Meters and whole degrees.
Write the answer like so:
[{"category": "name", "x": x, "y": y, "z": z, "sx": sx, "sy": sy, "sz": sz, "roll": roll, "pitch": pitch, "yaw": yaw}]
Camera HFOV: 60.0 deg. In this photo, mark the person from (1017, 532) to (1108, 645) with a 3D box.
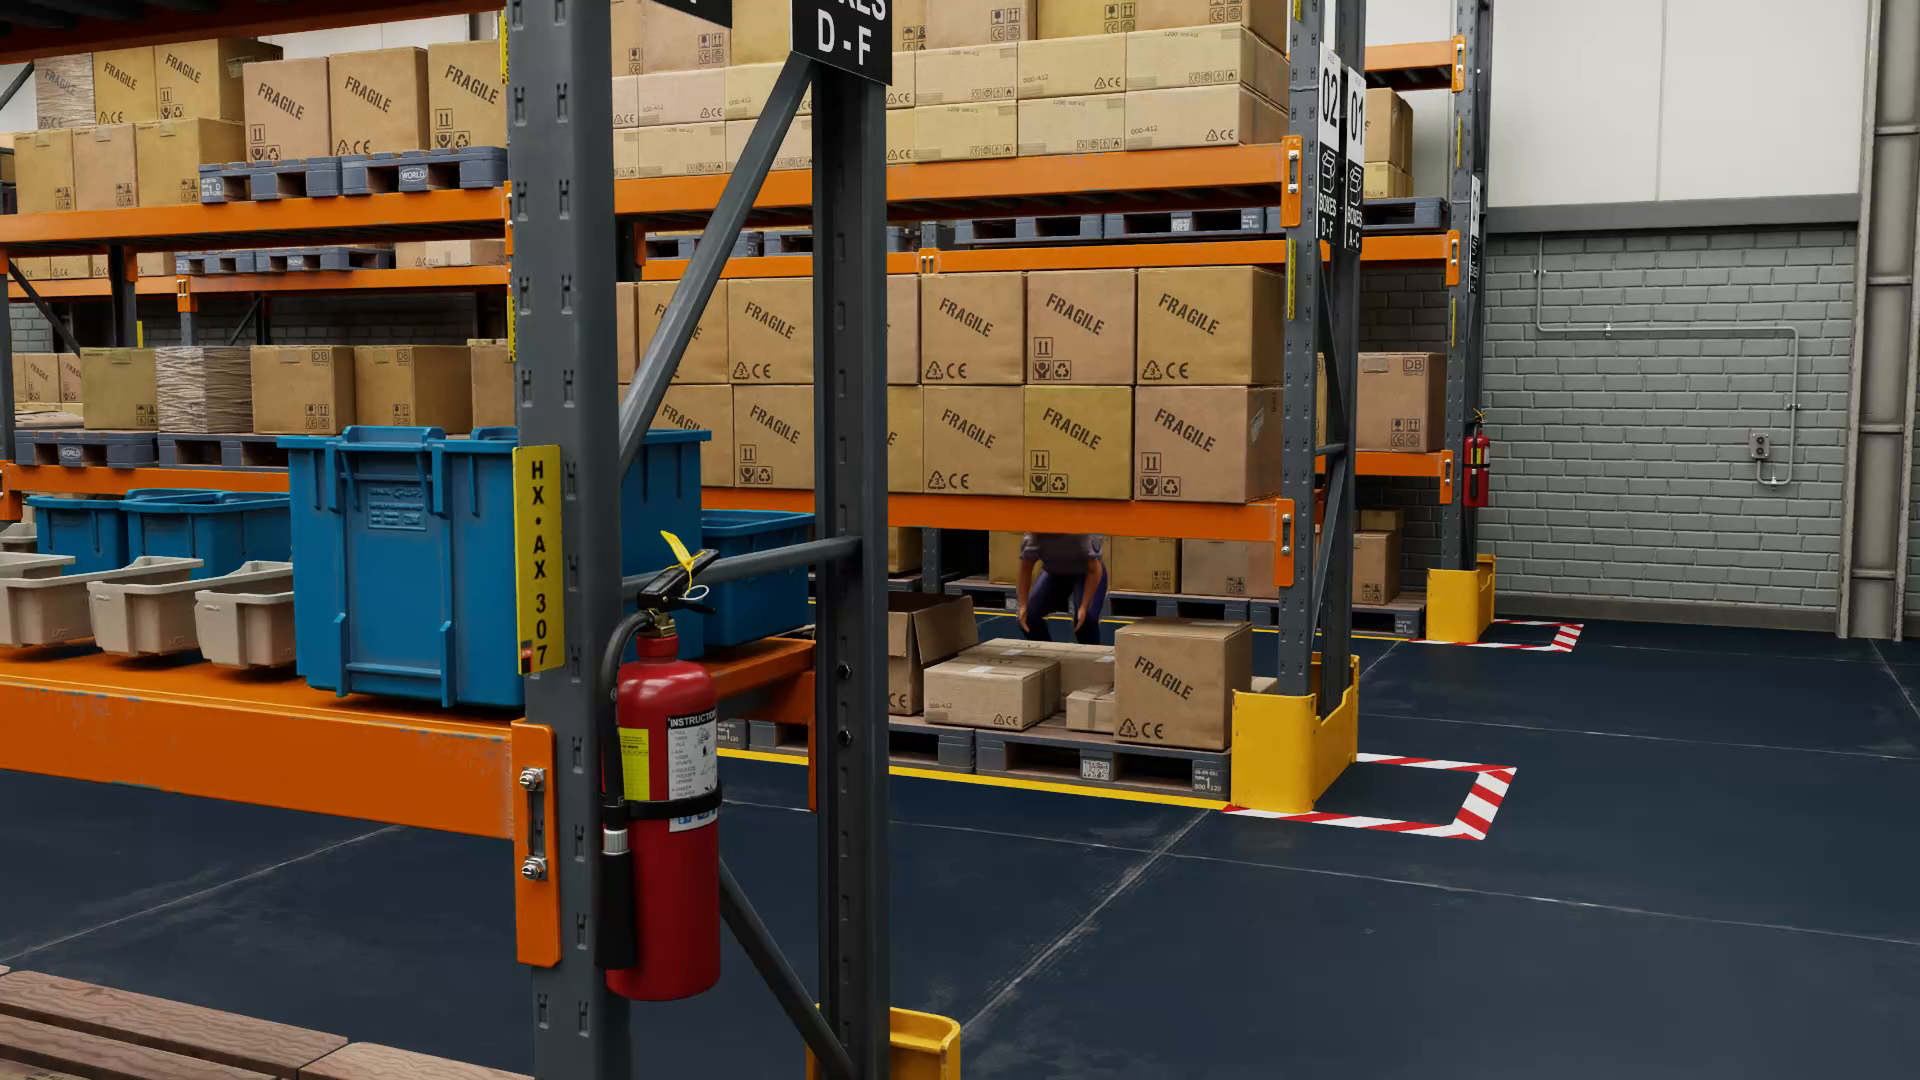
[{"category": "person", "x": 0.649, "y": 0.276, "z": 10.034, "sx": 0.540, "sy": 1.169, "sz": 0.752, "roll": 2, "pitch": 6, "yaw": 24}]
